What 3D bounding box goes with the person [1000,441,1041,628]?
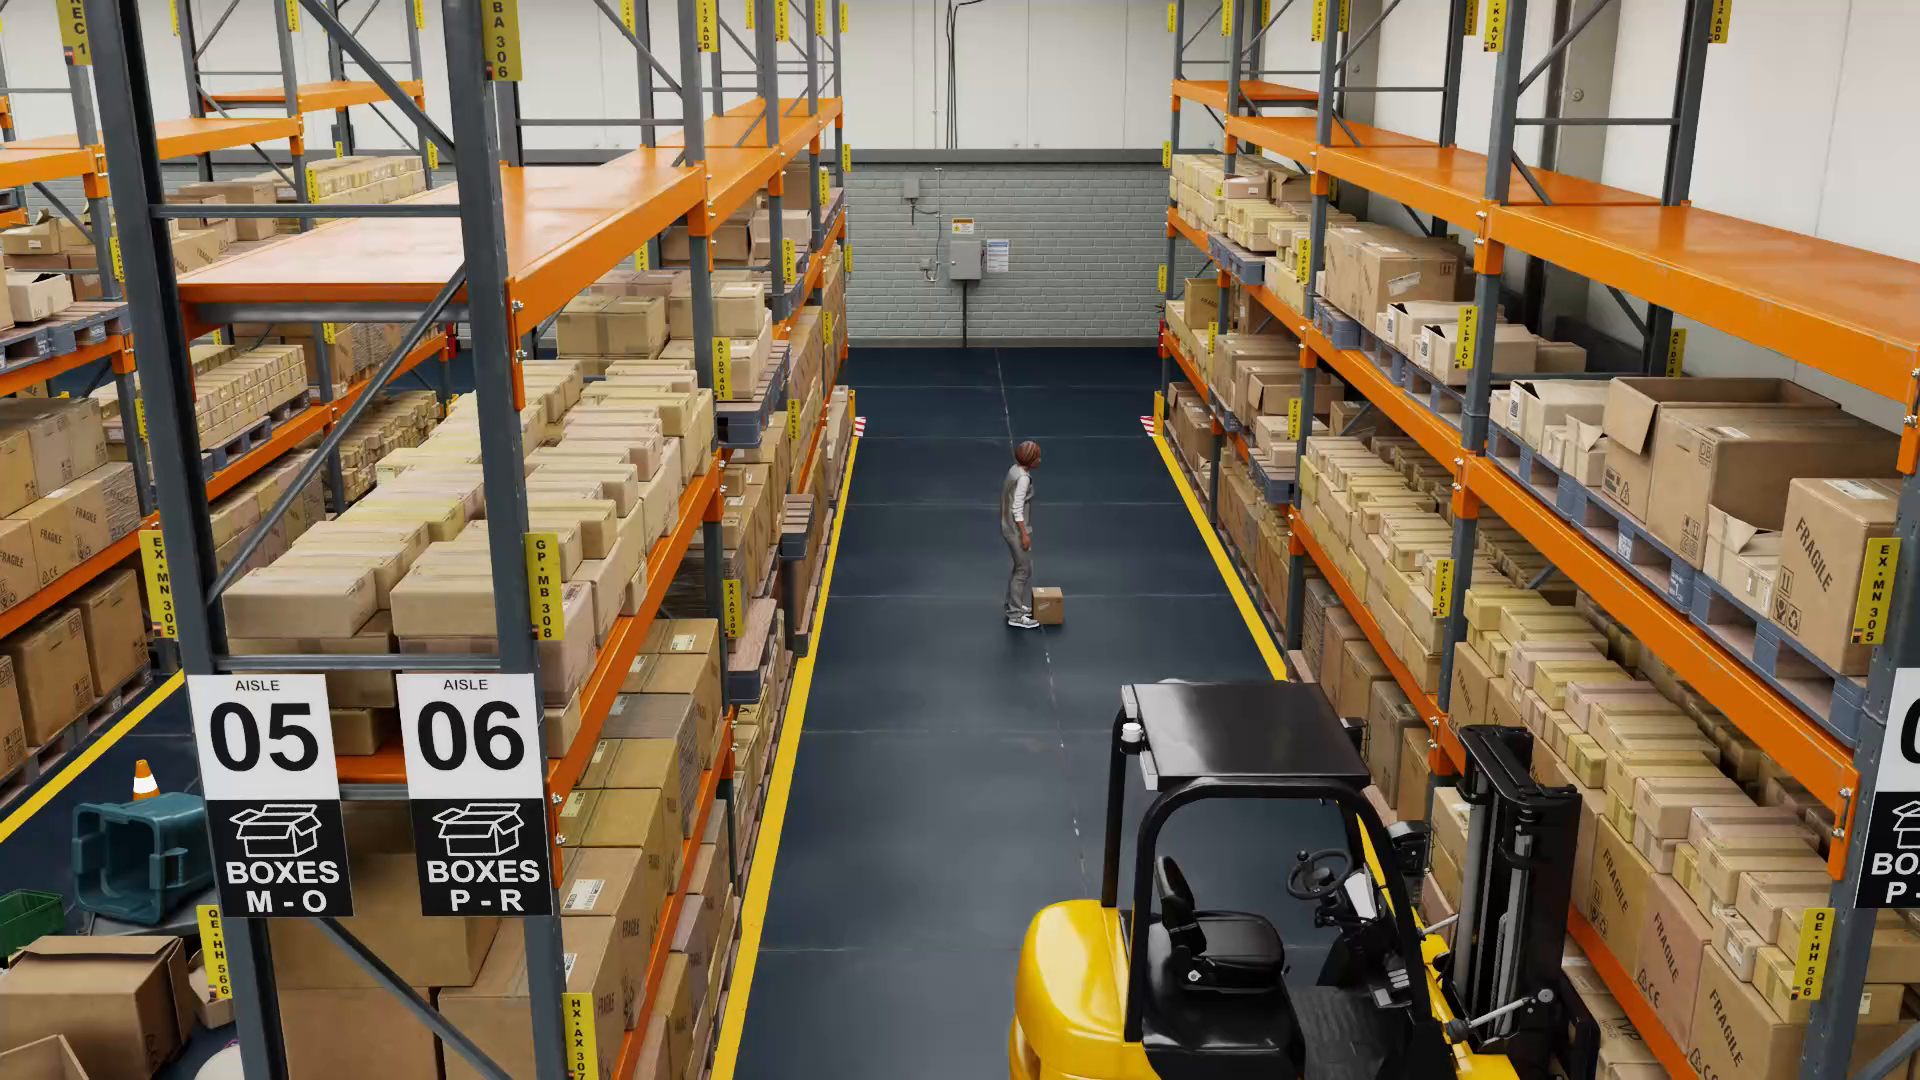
[{"bbox_3d":[0.516,-0.065,14.263,0.347,1.592,0.464,0,17,-1],"label":"person"}]
